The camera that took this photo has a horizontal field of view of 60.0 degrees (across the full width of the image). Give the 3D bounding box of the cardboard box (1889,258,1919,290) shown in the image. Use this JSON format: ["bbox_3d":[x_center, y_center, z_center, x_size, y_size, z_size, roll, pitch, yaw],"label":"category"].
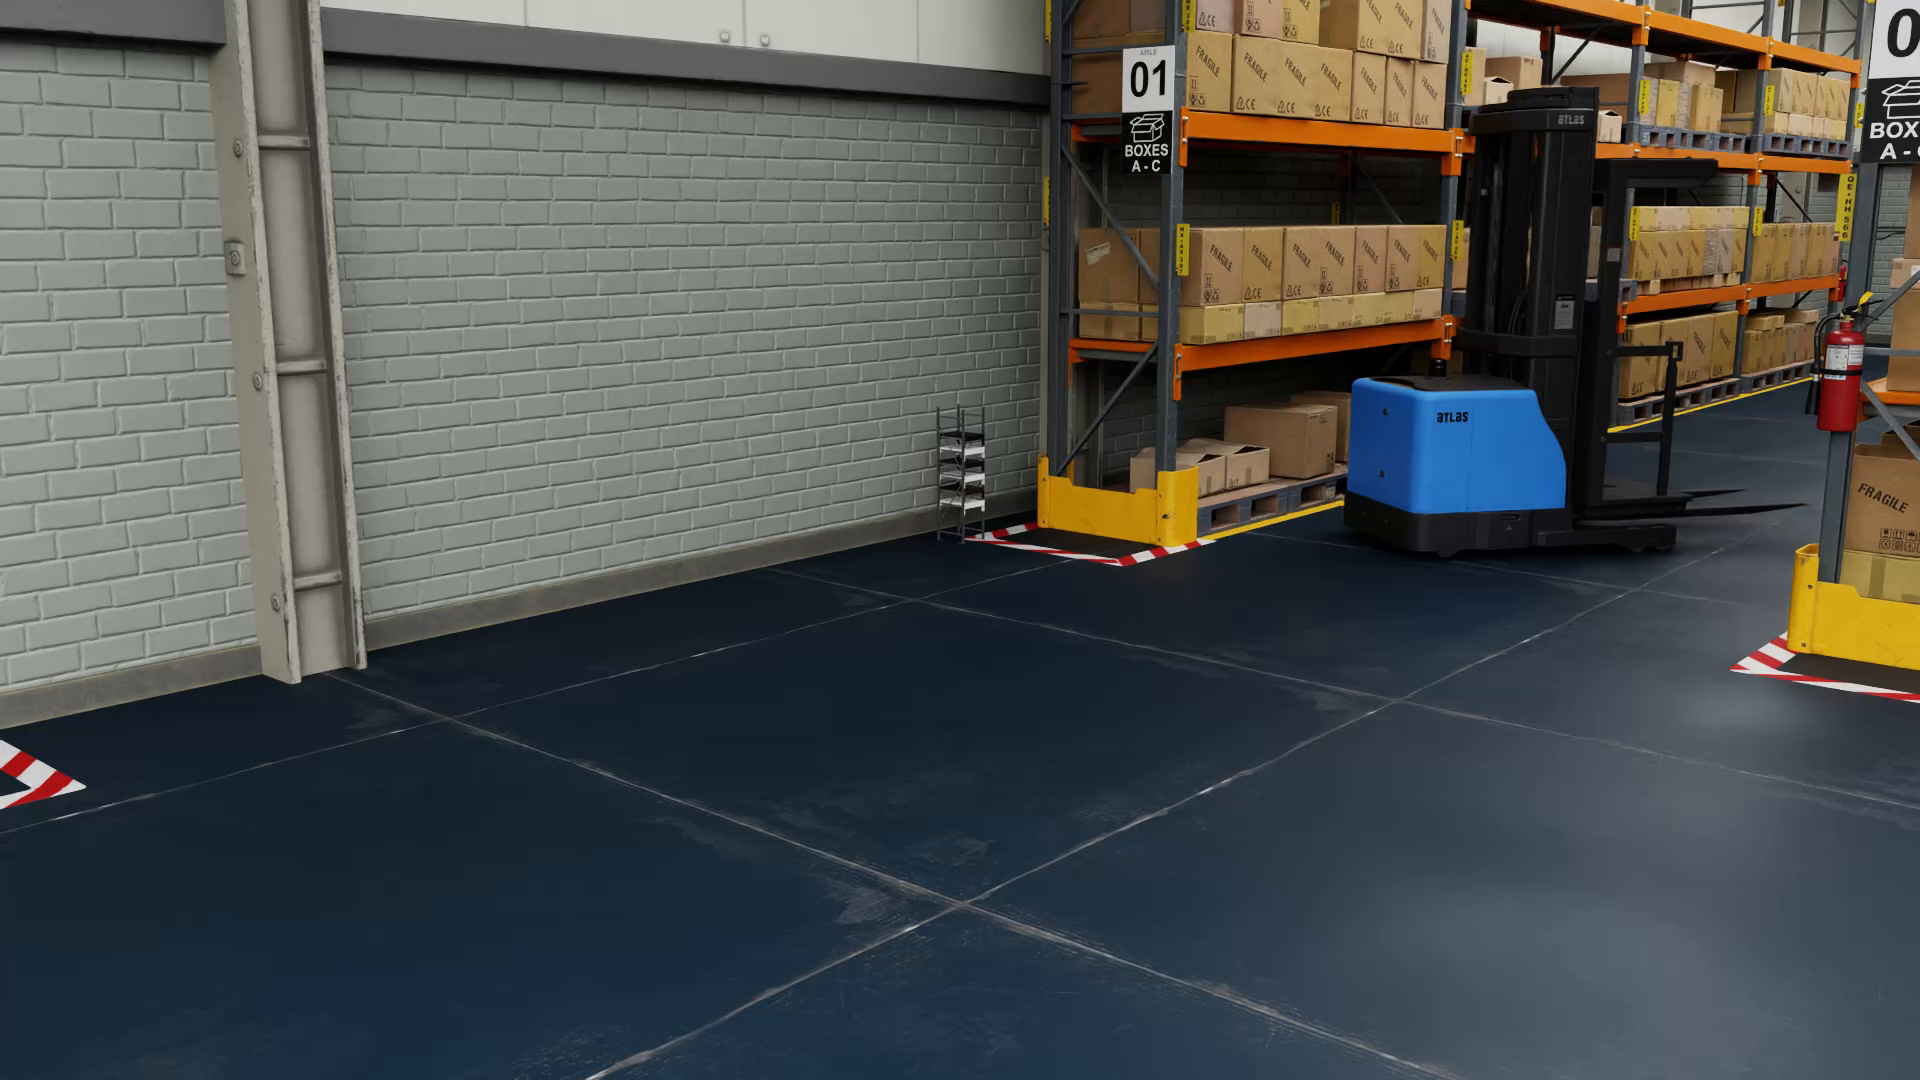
[{"bbox_3d":[4.851,-1.318,8.238,0.380,0.149,0.250,9,15,39],"label":"cardboard box"}]

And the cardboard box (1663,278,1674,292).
[{"bbox_3d":[7.518,-2.785,18.085,0.380,0.149,0.250,10,15,41],"label":"cardboard box"}]

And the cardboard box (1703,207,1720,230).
[{"bbox_3d":[8.142,-3.597,18.580,0.500,0.250,0.500,10,15,41],"label":"cardboard box"}]

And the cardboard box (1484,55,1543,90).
[{"bbox_3d":[4.893,-4.076,14.972,0.500,0.500,0.500,9,14,38],"label":"cardboard box"}]

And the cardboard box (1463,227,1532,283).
[{"bbox_3d":[4.805,-2.616,15.269,0.500,0.500,0.700,-10,15,-40],"label":"cardboard box"}]

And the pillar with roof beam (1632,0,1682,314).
[{"bbox_3d":[11.985,-5.875,17.651,9.100,9.000,0.400,10,15,40],"label":"pillar with roof beam"}]

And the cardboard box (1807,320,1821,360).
[{"bbox_3d":[11.193,-2.728,22.520,0.700,0.500,0.500,10,15,40],"label":"cardboard box"}]

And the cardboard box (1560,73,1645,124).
[{"bbox_3d":[6.570,-4.500,17.045,0.700,0.500,0.500,8,14,36],"label":"cardboard box"}]

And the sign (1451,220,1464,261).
[{"bbox_3d":[4.071,-2.454,13.627,0.100,0.325,0.005,10,15,40],"label":"sign"}]

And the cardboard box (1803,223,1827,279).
[{"bbox_3d":[10.779,-3.826,21.942,0.980,0.700,0.700,10,15,40],"label":"cardboard box"}]

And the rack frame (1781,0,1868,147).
[{"bbox_3d":[11.580,-6.805,22.309,1.000,3.000,0.127,10,15,40],"label":"rack frame"}]

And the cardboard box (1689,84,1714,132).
[{"bbox_3d":[7.957,-4.805,18.574,0.700,0.500,0.500,9,15,39],"label":"cardboard box"}]

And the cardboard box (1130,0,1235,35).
[{"bbox_3d":[1.455,-3.555,10.834,0.500,0.500,0.500,8,14,36],"label":"cardboard box"}]

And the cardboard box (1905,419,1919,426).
[{"bbox_3d":[5.852,-0.435,9.763,0.500,0.500,0.500,10,15,40],"label":"cardboard box"}]

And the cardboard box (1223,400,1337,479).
[{"bbox_3d":[2.440,-0.775,12.692,0.700,0.500,0.500,9,14,37],"label":"cardboard box"}]

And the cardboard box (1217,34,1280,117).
[{"bbox_3d":[1.808,-3.131,11.262,0.500,0.500,0.500,-11,16,-44],"label":"cardboard box"}]

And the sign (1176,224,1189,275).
[{"bbox_3d":[1.426,-1.864,10.675,0.100,0.325,0.005,10,15,40],"label":"sign"}]

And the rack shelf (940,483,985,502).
[{"bbox_3d":[0.005,-0.322,11.153,0.258,0.077,0.200,10,15,40],"label":"rack shelf"}]

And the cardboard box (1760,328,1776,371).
[{"bbox_3d":[9.844,-2.425,21.006,0.700,0.500,0.500,10,15,40],"label":"cardboard box"}]

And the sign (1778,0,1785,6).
[{"bbox_3d":[11.167,-7.414,22.566,0.100,0.325,0.005,10,15,40],"label":"sign"}]

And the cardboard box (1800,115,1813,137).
[{"bbox_3d":[10.274,-5.145,20.707,0.500,0.250,0.500,9,15,39],"label":"cardboard box"}]

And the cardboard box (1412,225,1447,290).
[{"bbox_3d":[3.579,-2.293,13.448,0.500,0.500,0.500,10,15,40],"label":"cardboard box"}]

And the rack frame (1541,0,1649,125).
[{"bbox_3d":[6.299,-5.628,16.416,1.000,3.000,0.127,10,15,40],"label":"rack frame"}]

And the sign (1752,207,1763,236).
[{"bbox_3d":[9.353,-3.735,19.500,0.100,0.325,0.005,10,15,40],"label":"sign"}]

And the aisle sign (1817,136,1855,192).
[{"bbox_3d":[11.853,-5.110,22.501,0.394,0.787,0.004,10,15,40],"label":"aisle sign"}]

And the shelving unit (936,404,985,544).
[{"bbox_3d":[0.005,-0.442,11.129,0.258,0.900,0.210,10,15,40],"label":"shelving unit"}]

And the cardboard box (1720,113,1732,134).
[{"bbox_3d":[9.215,-5.058,20.276,0.500,0.250,0.500,10,15,41],"label":"cardboard box"}]

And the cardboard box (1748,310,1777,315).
[{"bbox_3d":[10.626,-2.979,22.120,0.380,0.149,0.250,10,15,41],"label":"cardboard box"}]

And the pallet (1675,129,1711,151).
[{"bbox_3d":[7.420,-4.331,18.063,1.003,0.211,1.213,11,16,43],"label":"pallet"}]

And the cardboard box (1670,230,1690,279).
[{"bbox_3d":[7.493,-3.078,17.900,0.500,0.500,0.500,10,15,40],"label":"cardboard box"}]

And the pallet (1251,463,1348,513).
[{"bbox_3d":[2.436,-0.447,12.910,1.003,0.211,1.213,10,15,40],"label":"pallet"}]

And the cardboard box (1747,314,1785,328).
[{"bbox_3d":[10.217,-2.774,21.094,0.380,0.149,0.250,9,15,39],"label":"cardboard box"}]

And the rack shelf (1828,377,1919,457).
[{"bbox_3d":[6.062,-0.811,9.451,1.077,0.370,4.000,10,15,40],"label":"rack shelf"}]

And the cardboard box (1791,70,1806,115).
[{"bbox_3d":[9.955,-5.440,20.273,0.500,0.500,0.500,9,15,39],"label":"cardboard box"}]

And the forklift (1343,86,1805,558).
[{"bbox_3d":[4.193,-1.456,11.017,3.031,2.935,1.130,-3,12,-13],"label":"forklift"}]

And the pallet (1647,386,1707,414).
[{"bbox_3d":[7.681,-1.604,18.703,1.003,0.211,1.213,10,15,40],"label":"pallet"}]

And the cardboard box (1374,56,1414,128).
[{"bbox_3d":[3.167,-3.449,12.855,0.500,0.500,0.500,8,14,36],"label":"cardboard box"}]

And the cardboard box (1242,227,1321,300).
[{"bbox_3d":[2.238,-1.992,11.941,0.500,0.500,0.500,9,14,39],"label":"cardboard box"}]

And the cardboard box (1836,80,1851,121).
[{"bbox_3d":[11.301,-5.741,21.777,0.500,0.500,0.500,10,15,40],"label":"cardboard box"}]

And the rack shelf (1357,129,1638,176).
[{"bbox_3d":[4.979,-3.510,15.307,1.077,0.370,4.000,10,15,40],"label":"rack shelf"}]

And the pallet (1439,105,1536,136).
[{"bbox_3d":[4.146,-3.554,14.168,1.213,0.211,1.003,10,15,40],"label":"pallet"}]

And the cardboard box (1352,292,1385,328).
[{"bbox_3d":[2.918,-1.777,12.783,0.500,0.250,0.500,10,15,40],"label":"cardboard box"}]

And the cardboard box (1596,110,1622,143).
[{"bbox_3d":[6.026,-3.983,16.012,0.500,0.311,0.500,10,15,40],"label":"cardboard box"}]

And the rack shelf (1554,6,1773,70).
[{"bbox_3d":[7.619,-5.374,17.999,1.077,0.370,4.000,10,15,40],"label":"rack shelf"}]

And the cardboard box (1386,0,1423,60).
[{"bbox_3d":[3.175,-3.927,12.696,0.500,0.500,0.500,11,16,43],"label":"cardboard box"}]

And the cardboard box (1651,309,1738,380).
[{"bbox_3d":[8.608,-2.314,19.557,0.750,0.750,0.750,10,15,41],"label":"cardboard box"}]

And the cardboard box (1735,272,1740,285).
[{"bbox_3d":[8.929,-3.075,19.541,0.380,0.149,0.250,10,15,41],"label":"cardboard box"}]

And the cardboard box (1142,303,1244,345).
[{"bbox_3d":[1.579,-1.477,11.277,0.500,0.250,0.500,9,15,39],"label":"cardboard box"}]

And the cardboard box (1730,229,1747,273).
[{"bbox_3d":[8.824,-3.379,19.406,0.500,0.500,0.500,9,15,39],"label":"cardboard box"}]

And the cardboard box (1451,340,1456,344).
[{"bbox_3d":[4.760,-1.708,15.451,0.500,0.250,0.500,9,15,39],"label":"cardboard box"}]

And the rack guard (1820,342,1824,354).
[{"bbox_3d":[11.596,-2.641,23.159,1.175,0.500,0.348,10,15,40],"label":"rack guard"}]

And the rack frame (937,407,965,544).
[{"bbox_3d":[-0.062,-0.427,11.054,0.240,0.900,0.006,10,15,40],"label":"rack frame"}]

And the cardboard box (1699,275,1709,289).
[{"bbox_3d":[8.234,-2.929,18.808,0.380,0.149,0.250,10,15,40],"label":"cardboard box"}]

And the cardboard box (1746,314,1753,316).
[{"bbox_3d":[9.952,-2.828,21.366,0.380,0.149,0.250,10,15,41],"label":"cardboard box"}]

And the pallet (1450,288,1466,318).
[{"bbox_3d":[4.272,-2.098,14.545,1.003,0.211,1.213,10,15,40],"label":"pallet"}]

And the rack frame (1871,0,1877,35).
[{"bbox_3d":[4.741,-3.812,7.319,1.000,3.000,0.127,10,15,40],"label":"rack frame"}]

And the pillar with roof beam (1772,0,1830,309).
[{"bbox_3d":[15.946,-6.758,22.071,9.100,9.000,0.400,10,15,40],"label":"pillar with roof beam"}]
